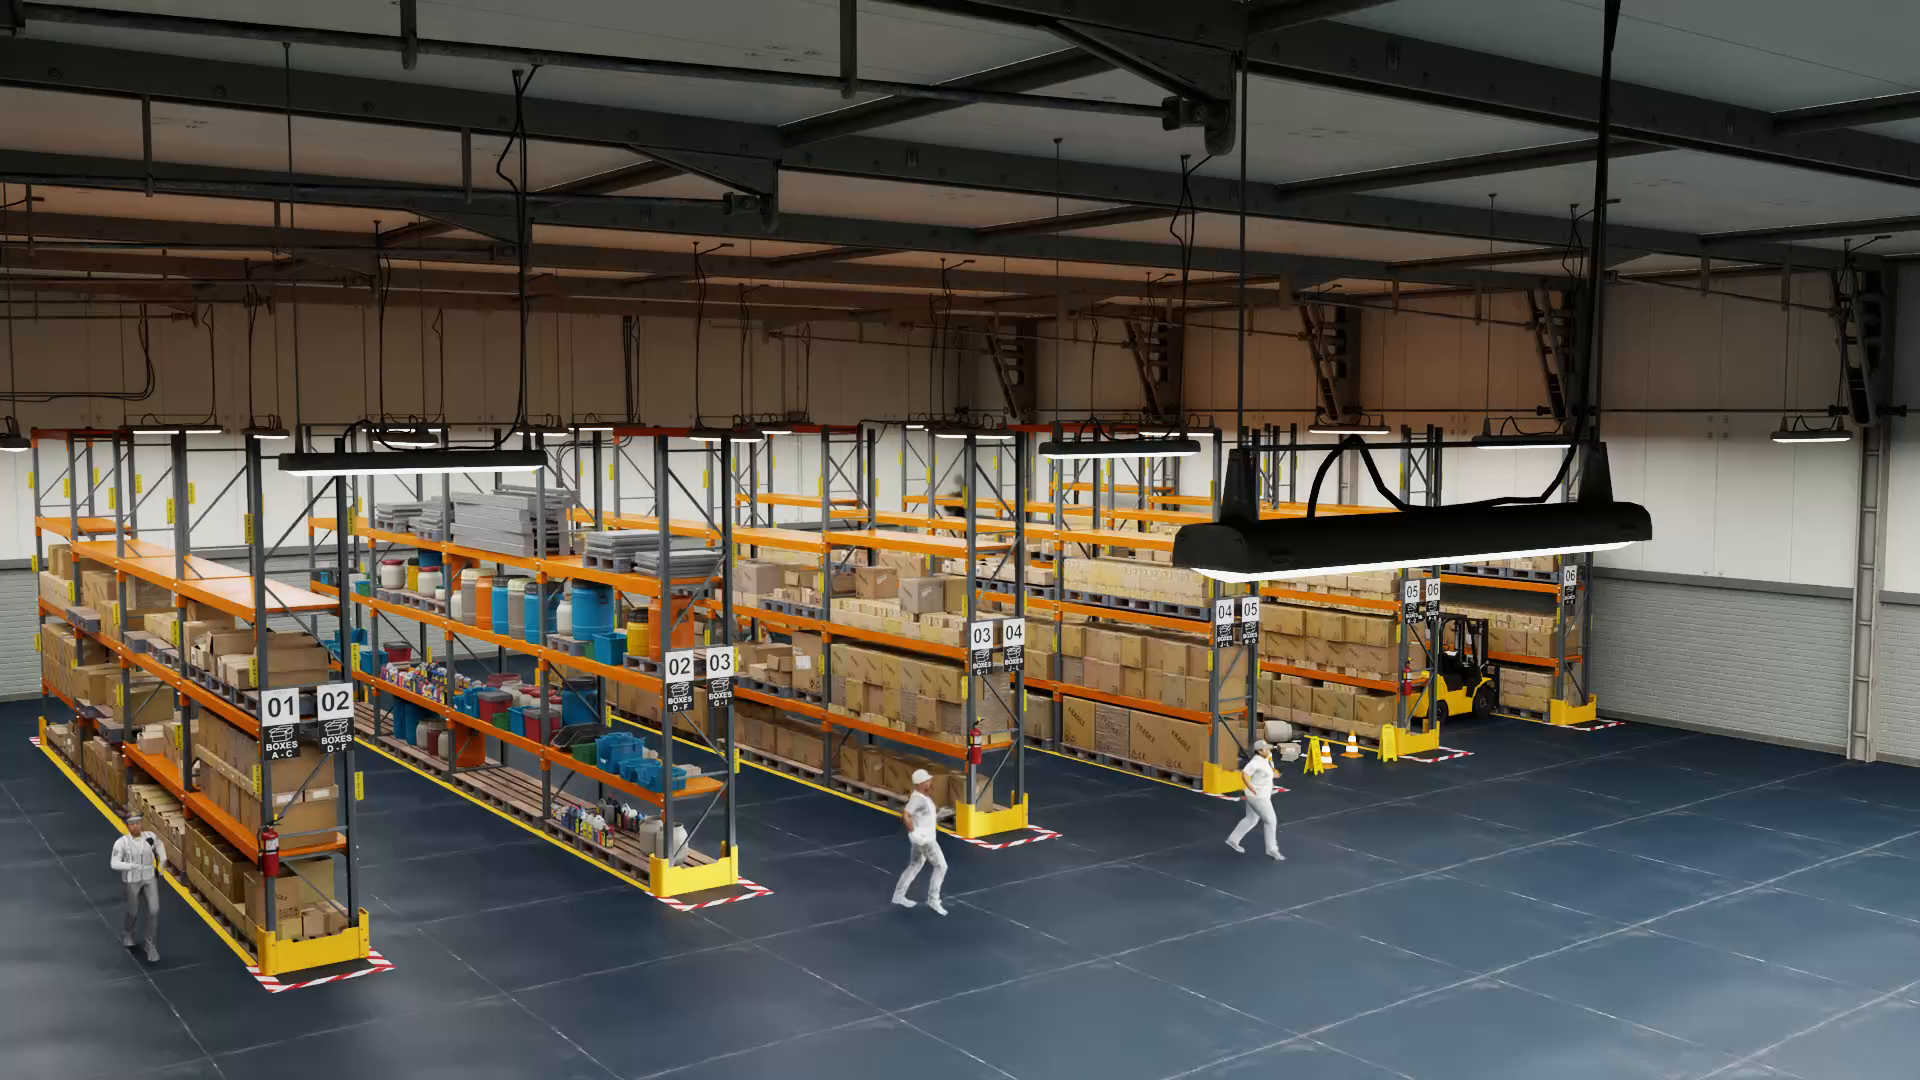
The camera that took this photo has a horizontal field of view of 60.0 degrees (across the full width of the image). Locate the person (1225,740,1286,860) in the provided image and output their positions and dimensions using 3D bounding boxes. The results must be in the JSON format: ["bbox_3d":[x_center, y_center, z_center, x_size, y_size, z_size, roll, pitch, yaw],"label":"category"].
[{"bbox_3d":[4.191,3.662,23.511,0.825,1.712,0.583,0,4,5],"label":"person"}]

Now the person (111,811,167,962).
[{"bbox_3d":[-9.515,3.985,19.308,0.620,1.728,0.819,-3,6,-36],"label":"person"}]

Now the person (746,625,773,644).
[{"bbox_3d":[-4.467,2.649,36.979,0.532,1.577,0.869,-4,6,-42],"label":"person"}]

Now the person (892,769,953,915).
[{"bbox_3d":[-0.464,3.799,20.898,0.780,1.843,0.664,-1,5,-9],"label":"person"}]
